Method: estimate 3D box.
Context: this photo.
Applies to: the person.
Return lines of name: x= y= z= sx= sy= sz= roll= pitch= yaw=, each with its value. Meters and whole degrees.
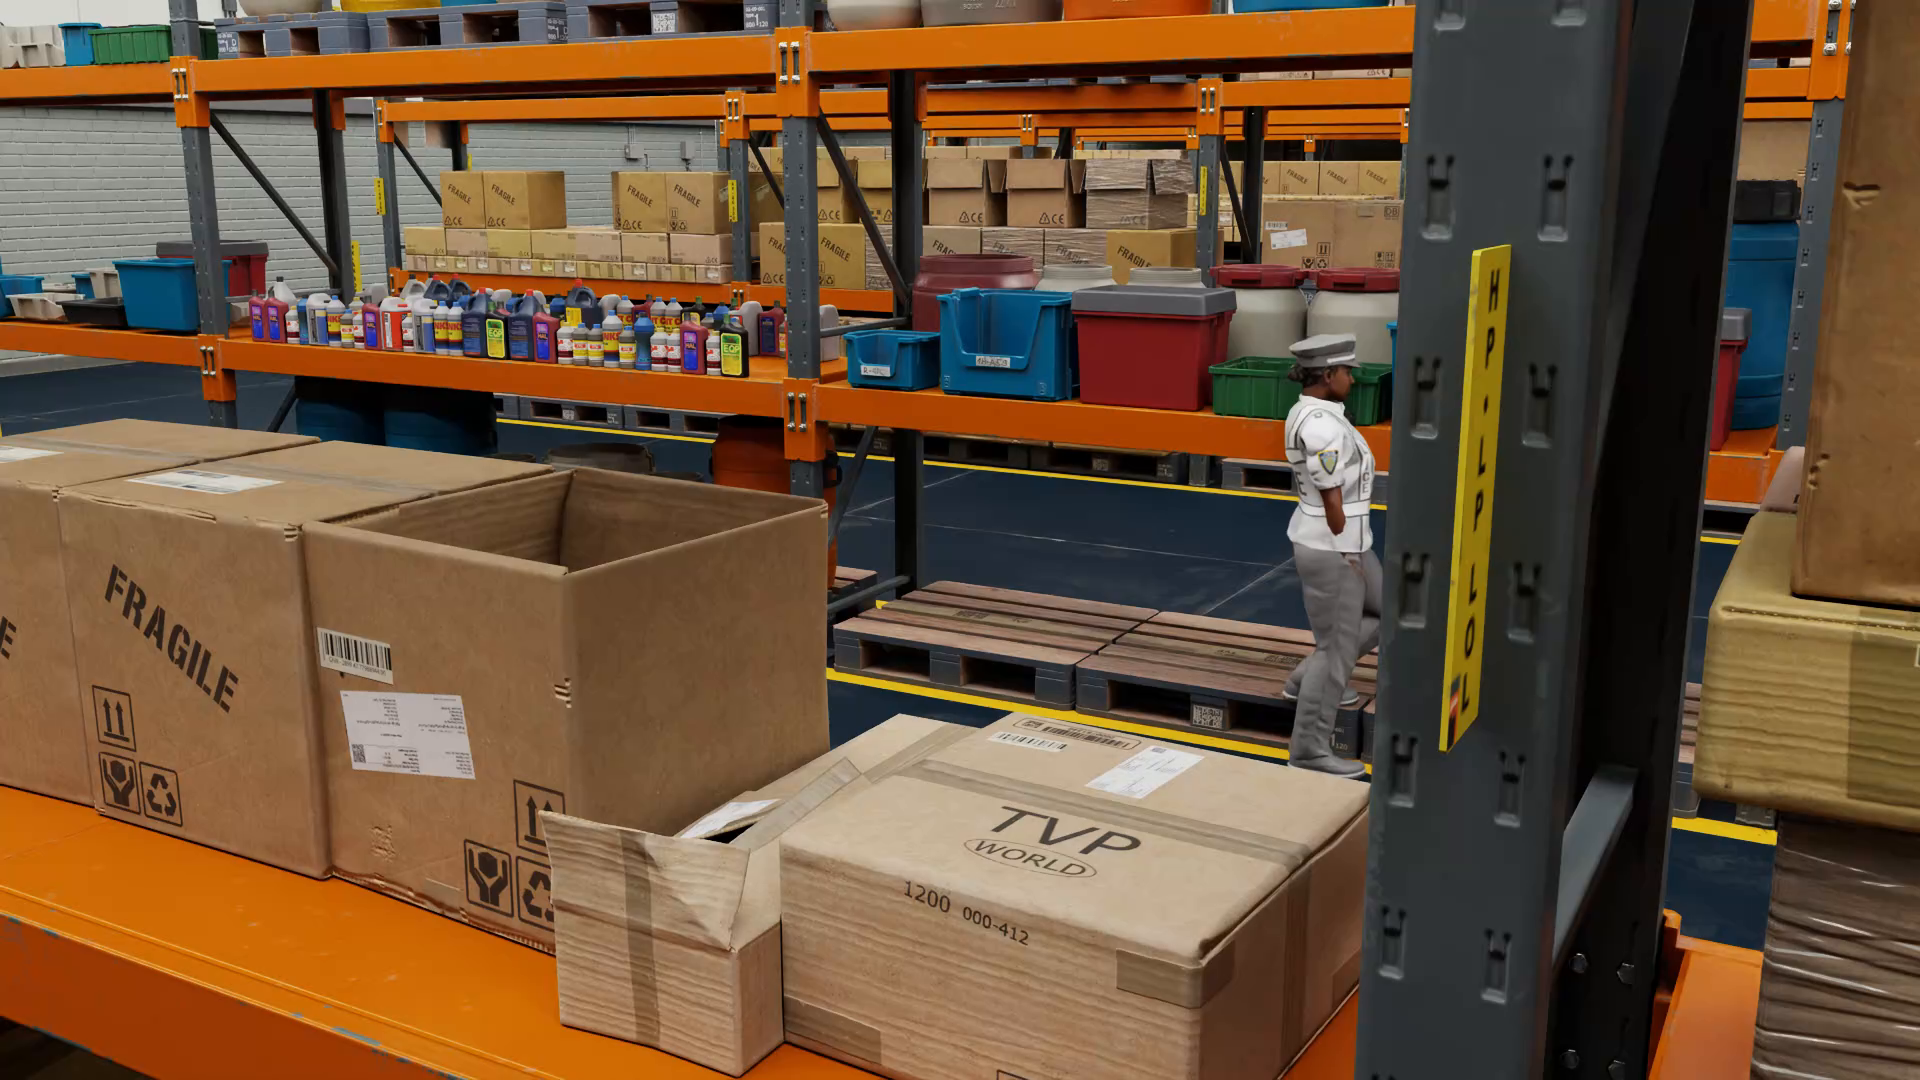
person: x=1.448 y=0.051 z=6.265 sx=0.495 sy=1.660 sz=0.438 roll=1 pitch=13 yaw=5
